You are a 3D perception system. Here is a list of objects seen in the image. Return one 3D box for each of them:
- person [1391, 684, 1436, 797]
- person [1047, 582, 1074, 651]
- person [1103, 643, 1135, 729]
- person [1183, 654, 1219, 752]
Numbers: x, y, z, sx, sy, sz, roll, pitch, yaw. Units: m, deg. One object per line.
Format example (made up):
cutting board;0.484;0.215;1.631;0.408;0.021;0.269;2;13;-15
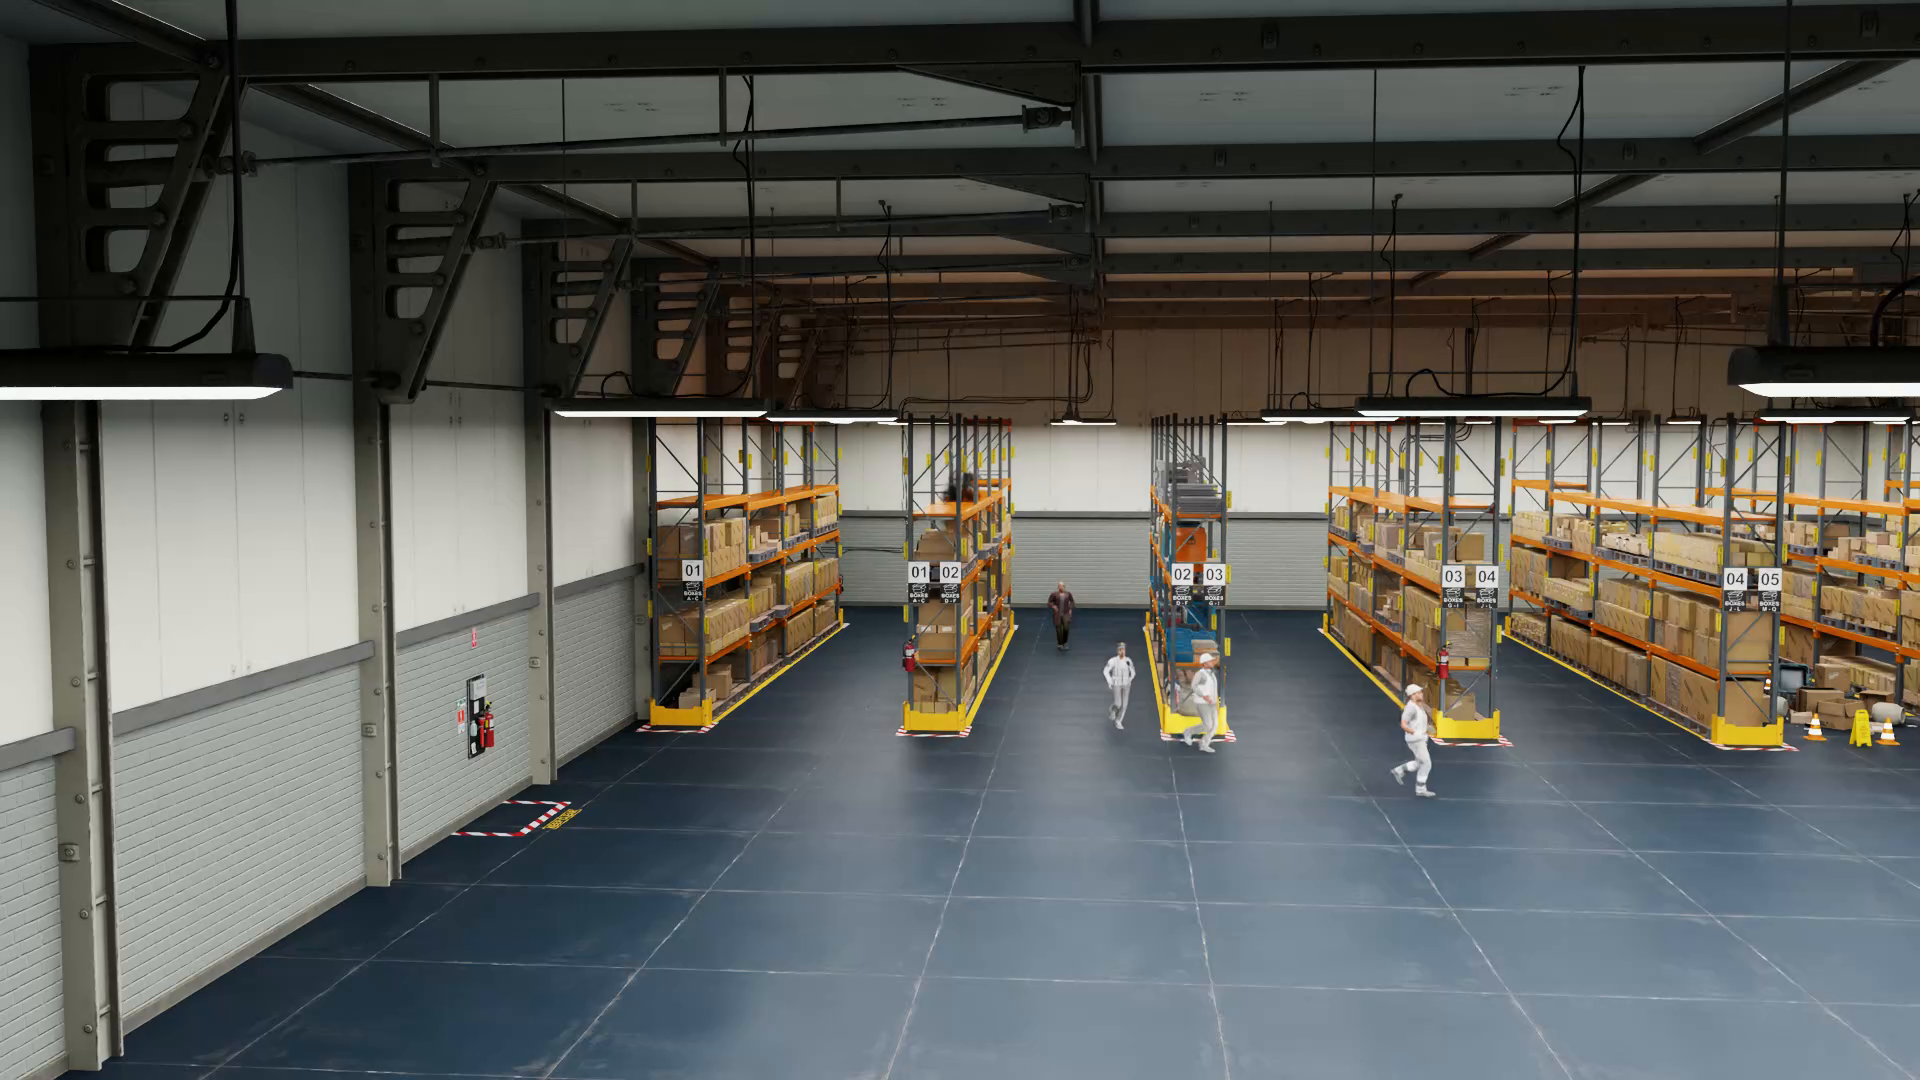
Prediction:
person;7.051;3.111;25.868;0.709;1.742;0.659;2;4;29
person;2.605;1.968;42.840;0.709;1.775;0.718;0;4;0
person;3.063;2.771;31.686;0.600;1.650;0.540;-1;4;-11
person;4.322;2.880;29.554;0.595;1.733;0.687;3;5;37
